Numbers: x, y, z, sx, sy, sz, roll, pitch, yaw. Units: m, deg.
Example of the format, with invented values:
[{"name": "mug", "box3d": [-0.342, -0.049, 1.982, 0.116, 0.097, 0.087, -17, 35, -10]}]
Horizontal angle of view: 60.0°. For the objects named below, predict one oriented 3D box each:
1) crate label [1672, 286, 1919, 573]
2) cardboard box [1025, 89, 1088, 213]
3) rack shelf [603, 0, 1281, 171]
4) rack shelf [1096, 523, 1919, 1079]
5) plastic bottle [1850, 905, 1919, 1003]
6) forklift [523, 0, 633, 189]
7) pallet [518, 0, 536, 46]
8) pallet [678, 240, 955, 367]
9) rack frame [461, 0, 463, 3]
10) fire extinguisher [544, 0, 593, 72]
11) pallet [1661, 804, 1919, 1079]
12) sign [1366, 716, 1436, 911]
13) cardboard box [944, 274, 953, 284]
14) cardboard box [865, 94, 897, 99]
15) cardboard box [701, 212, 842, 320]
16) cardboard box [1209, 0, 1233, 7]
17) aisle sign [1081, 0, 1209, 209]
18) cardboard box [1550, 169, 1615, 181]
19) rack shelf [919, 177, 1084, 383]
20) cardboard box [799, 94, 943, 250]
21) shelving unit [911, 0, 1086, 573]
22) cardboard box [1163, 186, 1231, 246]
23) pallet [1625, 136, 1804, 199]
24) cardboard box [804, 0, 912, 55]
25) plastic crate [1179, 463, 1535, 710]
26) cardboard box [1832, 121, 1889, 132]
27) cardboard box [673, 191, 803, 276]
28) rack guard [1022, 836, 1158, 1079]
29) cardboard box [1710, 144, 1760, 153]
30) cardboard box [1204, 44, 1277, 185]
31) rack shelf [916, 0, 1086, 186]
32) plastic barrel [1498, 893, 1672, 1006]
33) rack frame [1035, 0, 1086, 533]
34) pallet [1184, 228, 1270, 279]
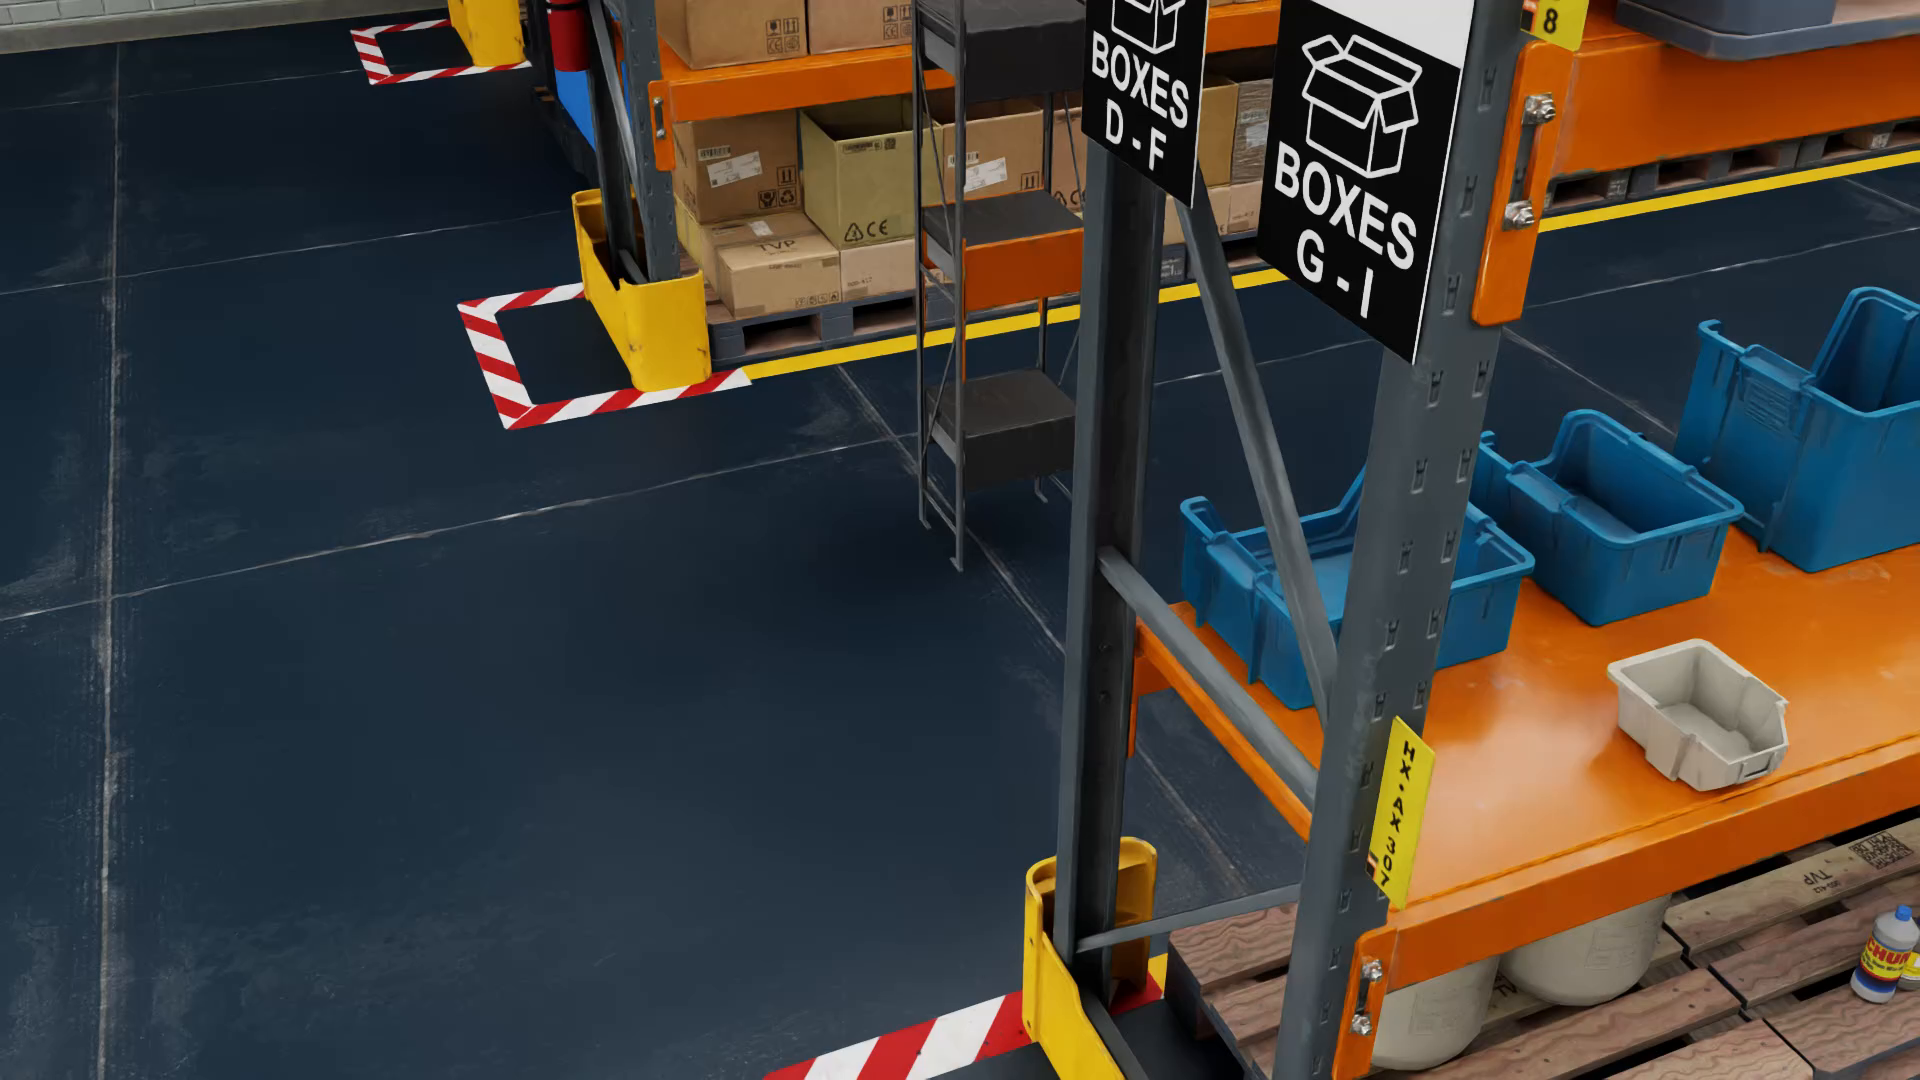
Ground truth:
[{"name": "crate label", "box3d": [2.066, -0.272, 3.886, 0.616, 0.435, 0.502, -13, 35, -19]}, {"name": "cardboard box", "box3d": [0.525, -1.879, 7.836, 0.500, 0.500, 0.500, -13, 35, -19]}, {"name": "rack shelf", "box3d": [0.404, -2.345, 7.764, 4.000, 0.370, 1.077, -13, 35, -19]}, {"name": "rack shelf", "box3d": [2.318, 0.146, 3.934, 4.000, 0.370, 1.077, -13, 35, -19]}, {"name": "plastic bottle", "box3d": [2.266, 1.000, 4.061, 0.097, 0.271, 0.097, 0, 33, 0]}, {"name": "forklift", "box3d": [-2.023, -3.856, 9.489, 1.130, 2.935, 3.031, -13, 35, -19]}, {"name": "pallet", "box3d": [-2.528, -3.716, 11.767, 1.213, 0.211, 1.003, -13, 35, -19]}, {"name": "pallet", "box3d": [-0.751, -1.238, 7.960, 1.213, 0.211, 1.003, -13, 35, -19]}, {"name": "rack frame", "box3d": [-3.361, -4.715, 10.746, 0.127, 3.000, 1.000, -13, 35, -19]}, {"name": "fire extinguisher", "box3d": [-1.729, -2.401, 7.260, 0.183, 0.674, 0.296, -13, 35, -19]}, {"name": "pallet", "box3d": [2.400, 0.972, 4.563, 1.213, 0.211, 1.003, -13, 35, -19]}, {"name": "sign", "box3d": [0.683, 0.429, 2.587, 0.005, 0.325, 0.100, -13, 35, -19]}, {"name": "cardboard box", "box3d": [0.061, -1.462, 7.883, 0.500, 0.250, 0.500, -13, 35, -19]}, {"name": "cardboard box", "box3d": [-0.145, -2.044, 8.089, 0.500, 0.500, 0.500, -13, 35, -19]}, {"name": "cardboard box", "box3d": [-0.860, -1.249, 7.556, 0.500, 0.250, 0.500, -13, 35, -19]}, {"name": "cardboard box", "box3d": [0.893, -2.796, 7.704, 0.500, 0.500, 0.700, -12, 35, -18]}, {"name": "aisle sign", "box3d": [0.293, -0.957, 2.586, 0.004, 0.787, 0.394, -13, 35, -19]}, {"name": "cardboard box", "box3d": [3.188, -2.160, 8.956, 0.500, 0.250, 0.500, -12, 35, -18]}, {"name": "rack shelf", "box3d": [0.153, -0.904, 5.738, 0.480, 0.518, 0.431, -13, 35, -19]}, {"name": "cardboard box", "box3d": [-0.399, -1.670, 7.515, 0.500, 0.500, 0.500, -13, 35, -19]}, {"name": "shelving unit", "box3d": [0.153, -0.915, 5.731, 0.503, 2.100, 0.431, -13, 35, -19]}, {"name": "cardboard box", "box3d": [0.985, -1.671, 8.204, 0.500, 0.250, 0.500, -13, 35, -19]}, {"name": "pallet", "box3d": [4.039, -2.335, 9.645, 1.213, 0.211, 1.003, -13, 35, -19]}, {"name": "cardboard box", "box3d": [-0.522, -2.472, 7.207, 0.500, 0.500, 0.700, -12, 35, -18]}, {"name": "plastic crate", "box3d": [0.820, 0.073, 3.523, 0.616, 0.251, 0.499, -13, 35, -19]}, {"name": "cardboard box", "box3d": [5.072, -2.593, 9.621, 0.500, 0.250, 0.500, -13, 35, -19]}, {"name": "cardboard box", "box3d": [-1.060, -1.510, 7.956, 0.500, 0.250, 0.500, -13, 35, -19]}, {"name": "rack guard", "box3d": [0.526, 1.275, 3.832, 0.348, 0.500, 1.175, -13, 35, -19]}, {"name": "cardboard box", "box3d": [4.134, -2.378, 9.291, 0.500, 0.250, 0.500, -12, 35, -18]}, {"name": "cardboard box", "box3d": [1.440, -2.099, 8.175, 0.500, 0.500, 0.500, -13, 35, -19]}, {"name": "rack shelf", "box3d": [0.153, -1.490, 5.357, 0.480, 0.518, 0.431, -13, 35, -19]}, {"name": "plastic barrel", "box3d": [1.513, 0.851, 4.088, 0.421, 0.512, 0.421, 0, 33, 0]}, {"name": "rack frame", "box3d": [0.378, -0.967, 5.810, 0.015, 2.100, 0.400, -13, 35, -19]}, {"name": "pallet", "box3d": [1.499, -1.754, 8.751, 1.213, 0.211, 1.003, -13, 35, -19]}]
